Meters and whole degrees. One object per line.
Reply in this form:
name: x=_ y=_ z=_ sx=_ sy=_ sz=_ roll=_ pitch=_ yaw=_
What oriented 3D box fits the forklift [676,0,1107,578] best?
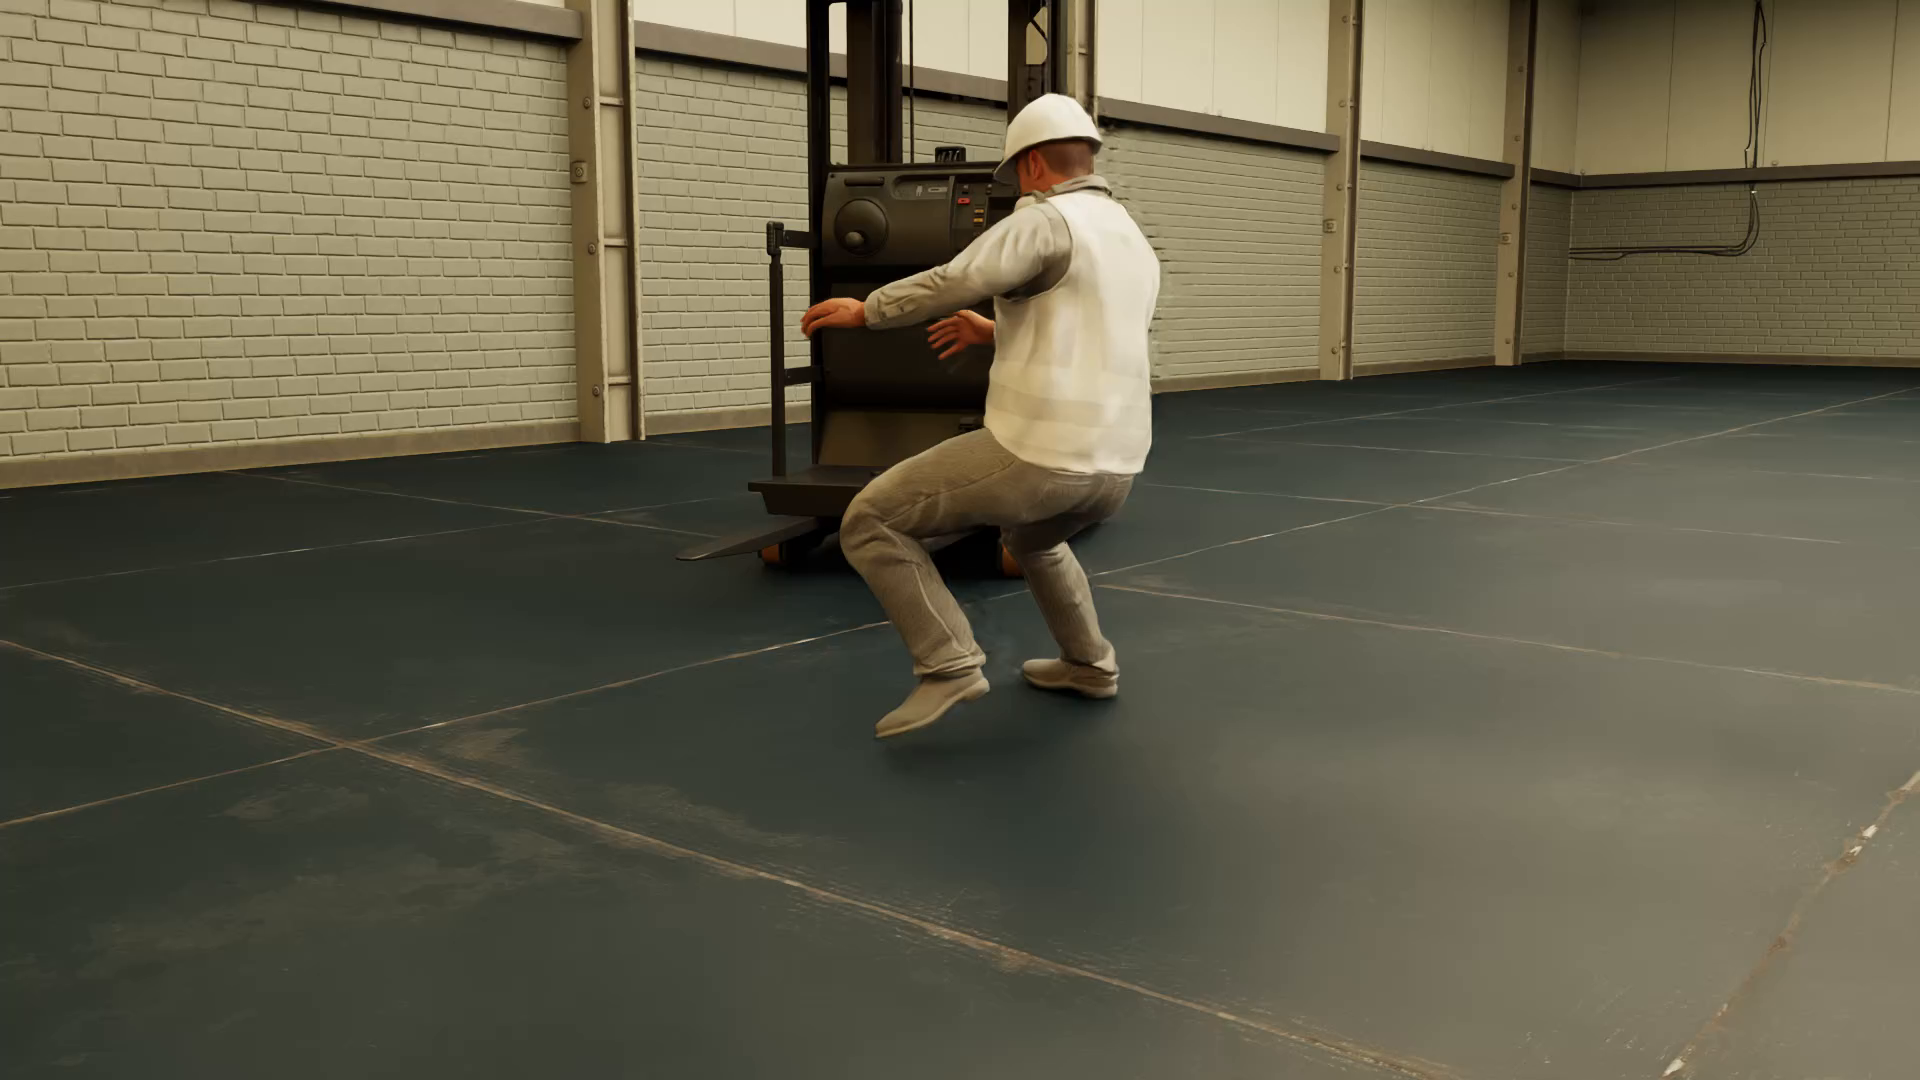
forklift: x=-0.176 y=-1.366 z=6.616 sx=1.130 sy=2.935 sz=3.031 roll=3 pitch=9 yaw=17

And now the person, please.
person: x=0.109 y=-0.302 z=4.107 sx=0.769 sy=1.558 sz=0.943 roll=7 pitch=11 yaw=39
